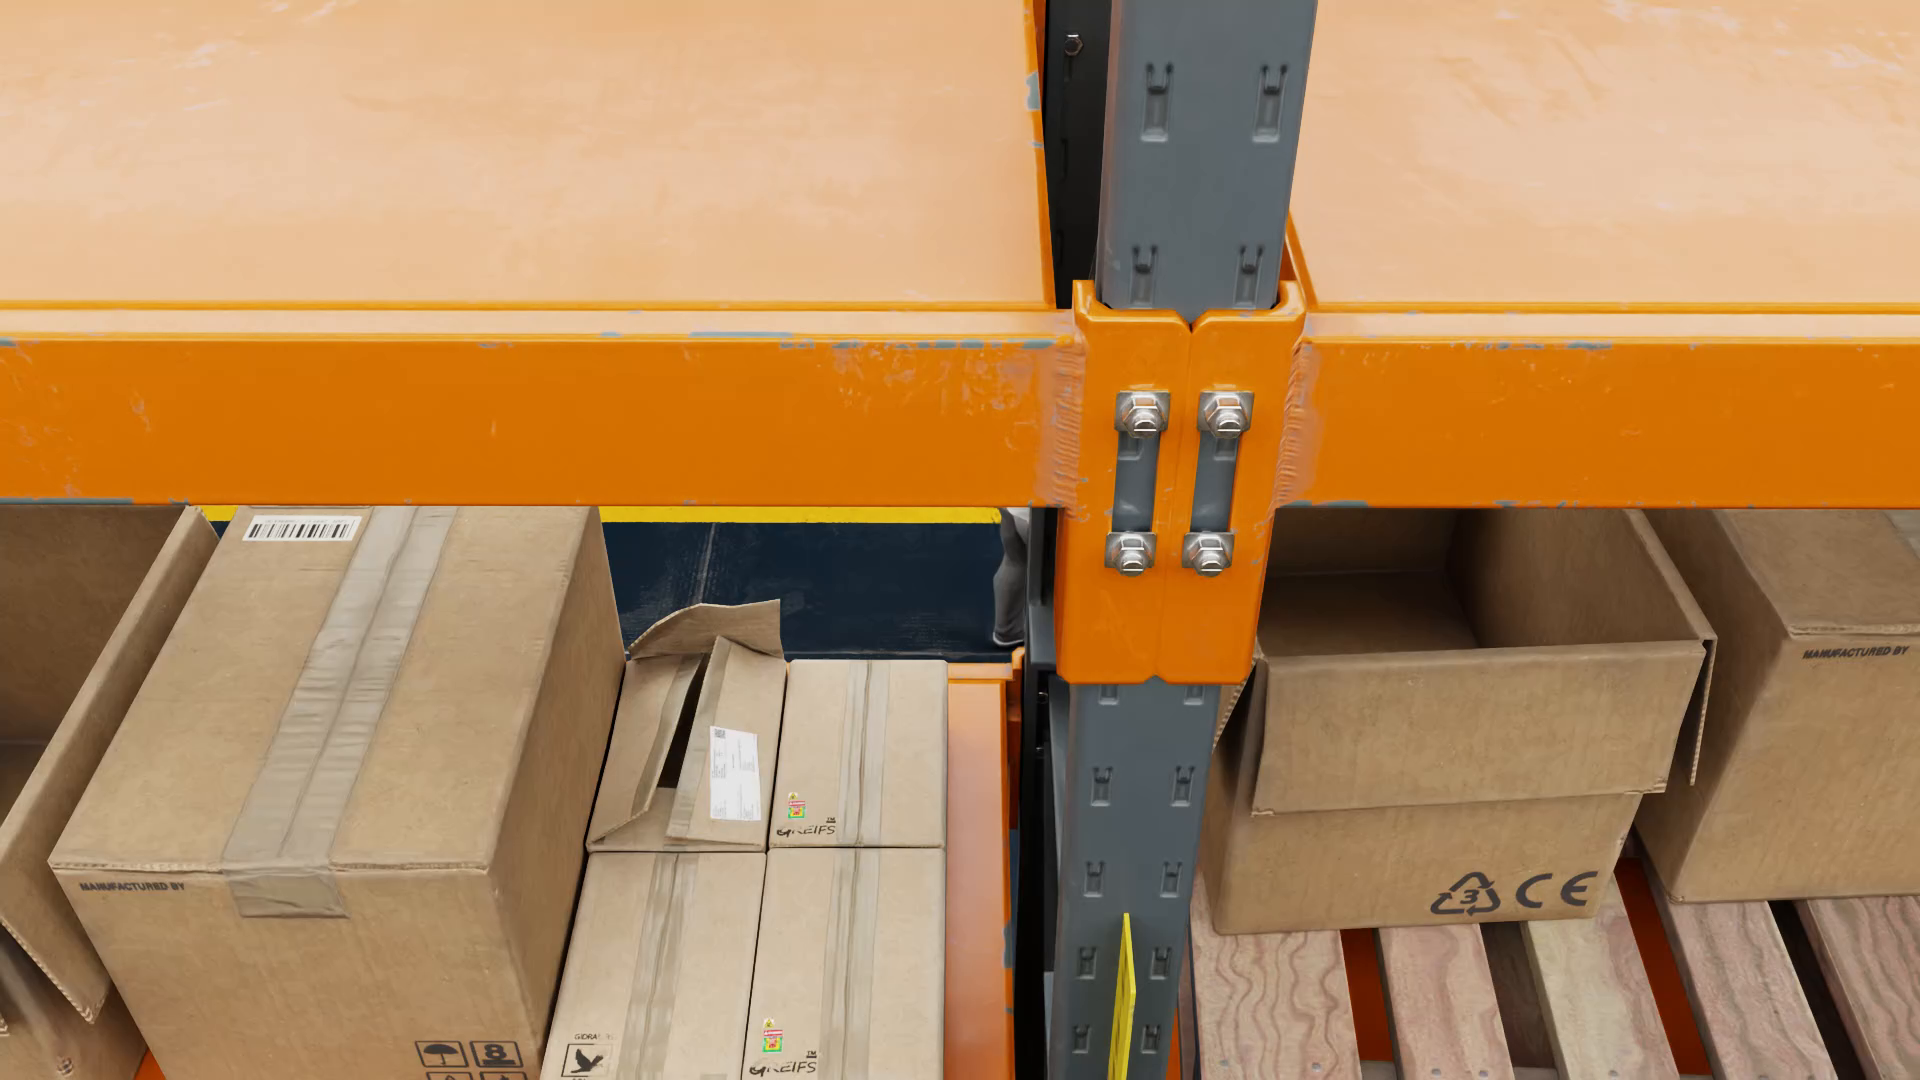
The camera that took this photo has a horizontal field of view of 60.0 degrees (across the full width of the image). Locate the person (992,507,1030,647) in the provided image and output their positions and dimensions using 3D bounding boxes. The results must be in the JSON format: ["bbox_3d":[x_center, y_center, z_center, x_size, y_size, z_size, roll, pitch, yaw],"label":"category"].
[{"bbox_3d":[0.321,-0.128,6.282,0.372,1.660,0.516,-15,42,-17],"label":"person"}]
